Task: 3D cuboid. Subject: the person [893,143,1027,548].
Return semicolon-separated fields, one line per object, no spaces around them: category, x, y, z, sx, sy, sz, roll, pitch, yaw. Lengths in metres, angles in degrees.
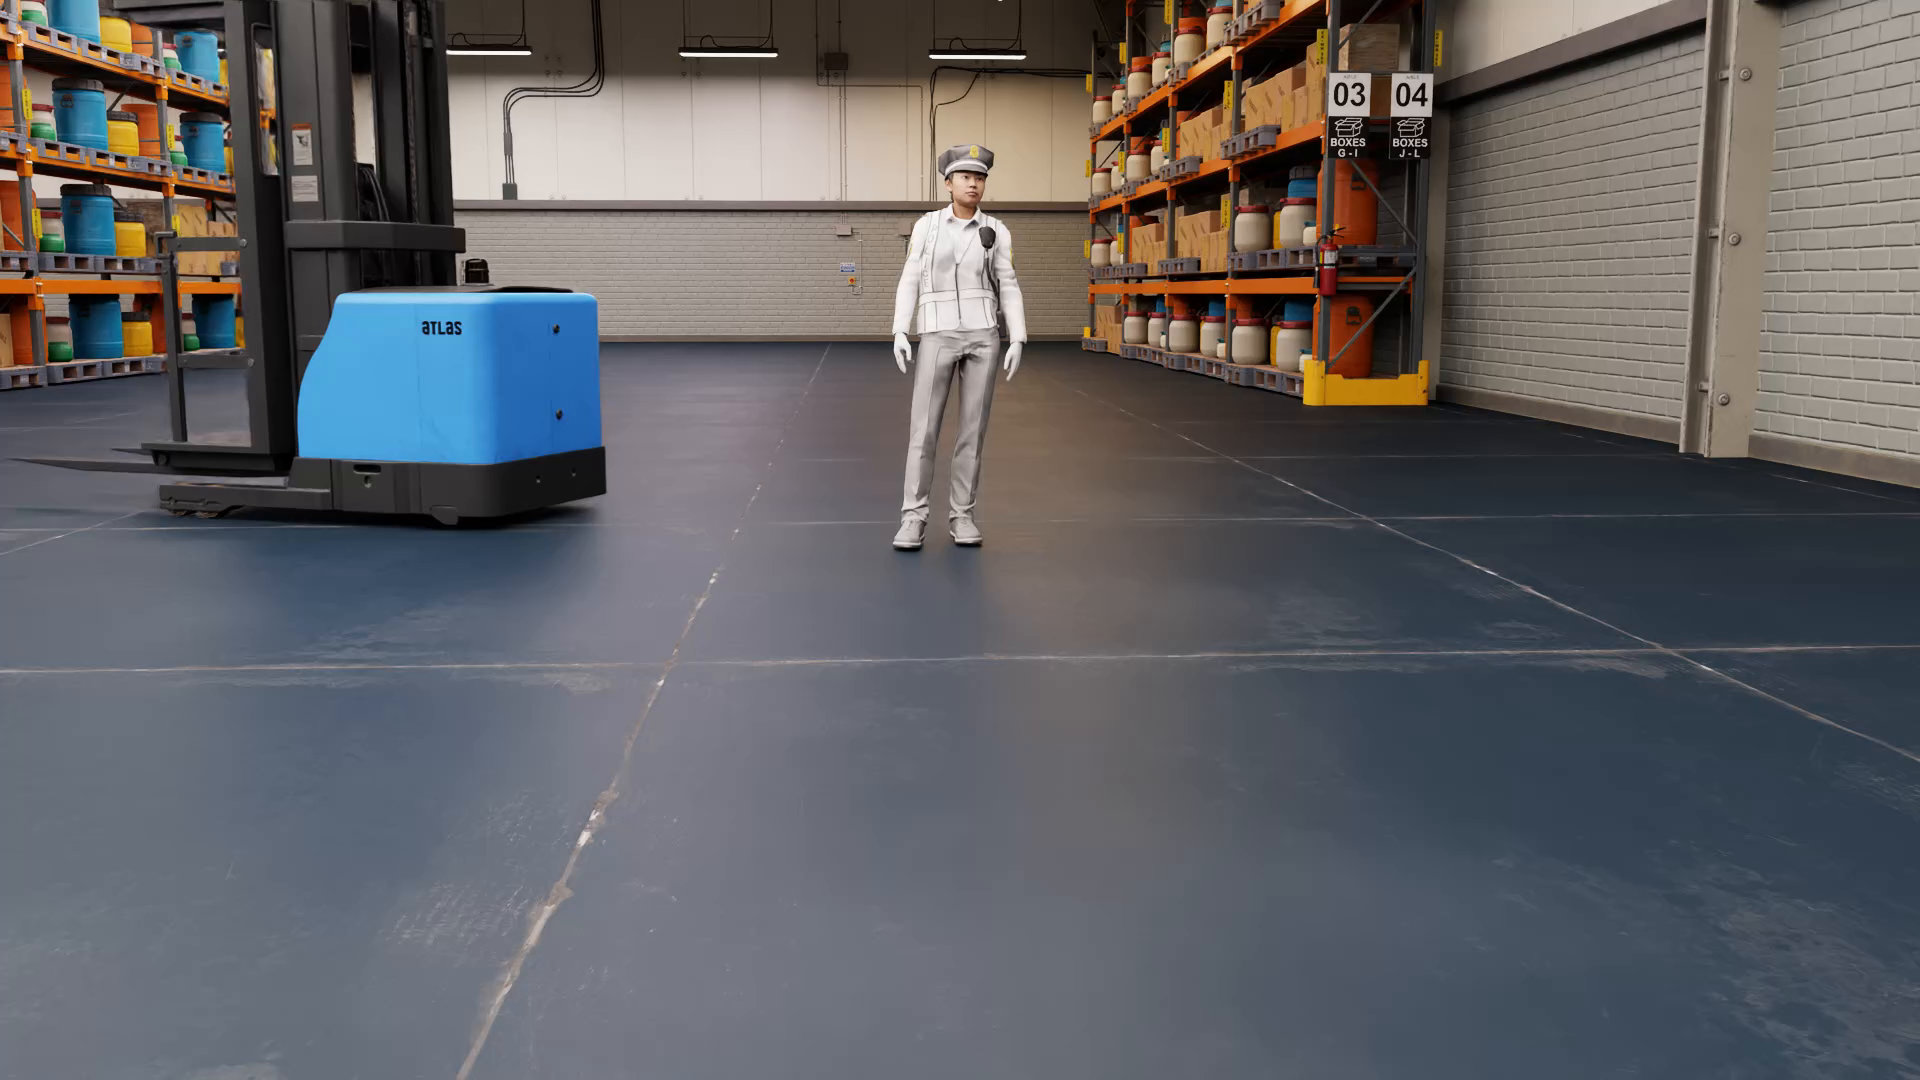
person;-0.002;-0.835;7.117;0.588;1.695;0.531;-1;8;-4

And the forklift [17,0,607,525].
forklift;-3.360;-1.623;8.263;3.031;2.935;1.130;3;9;19
